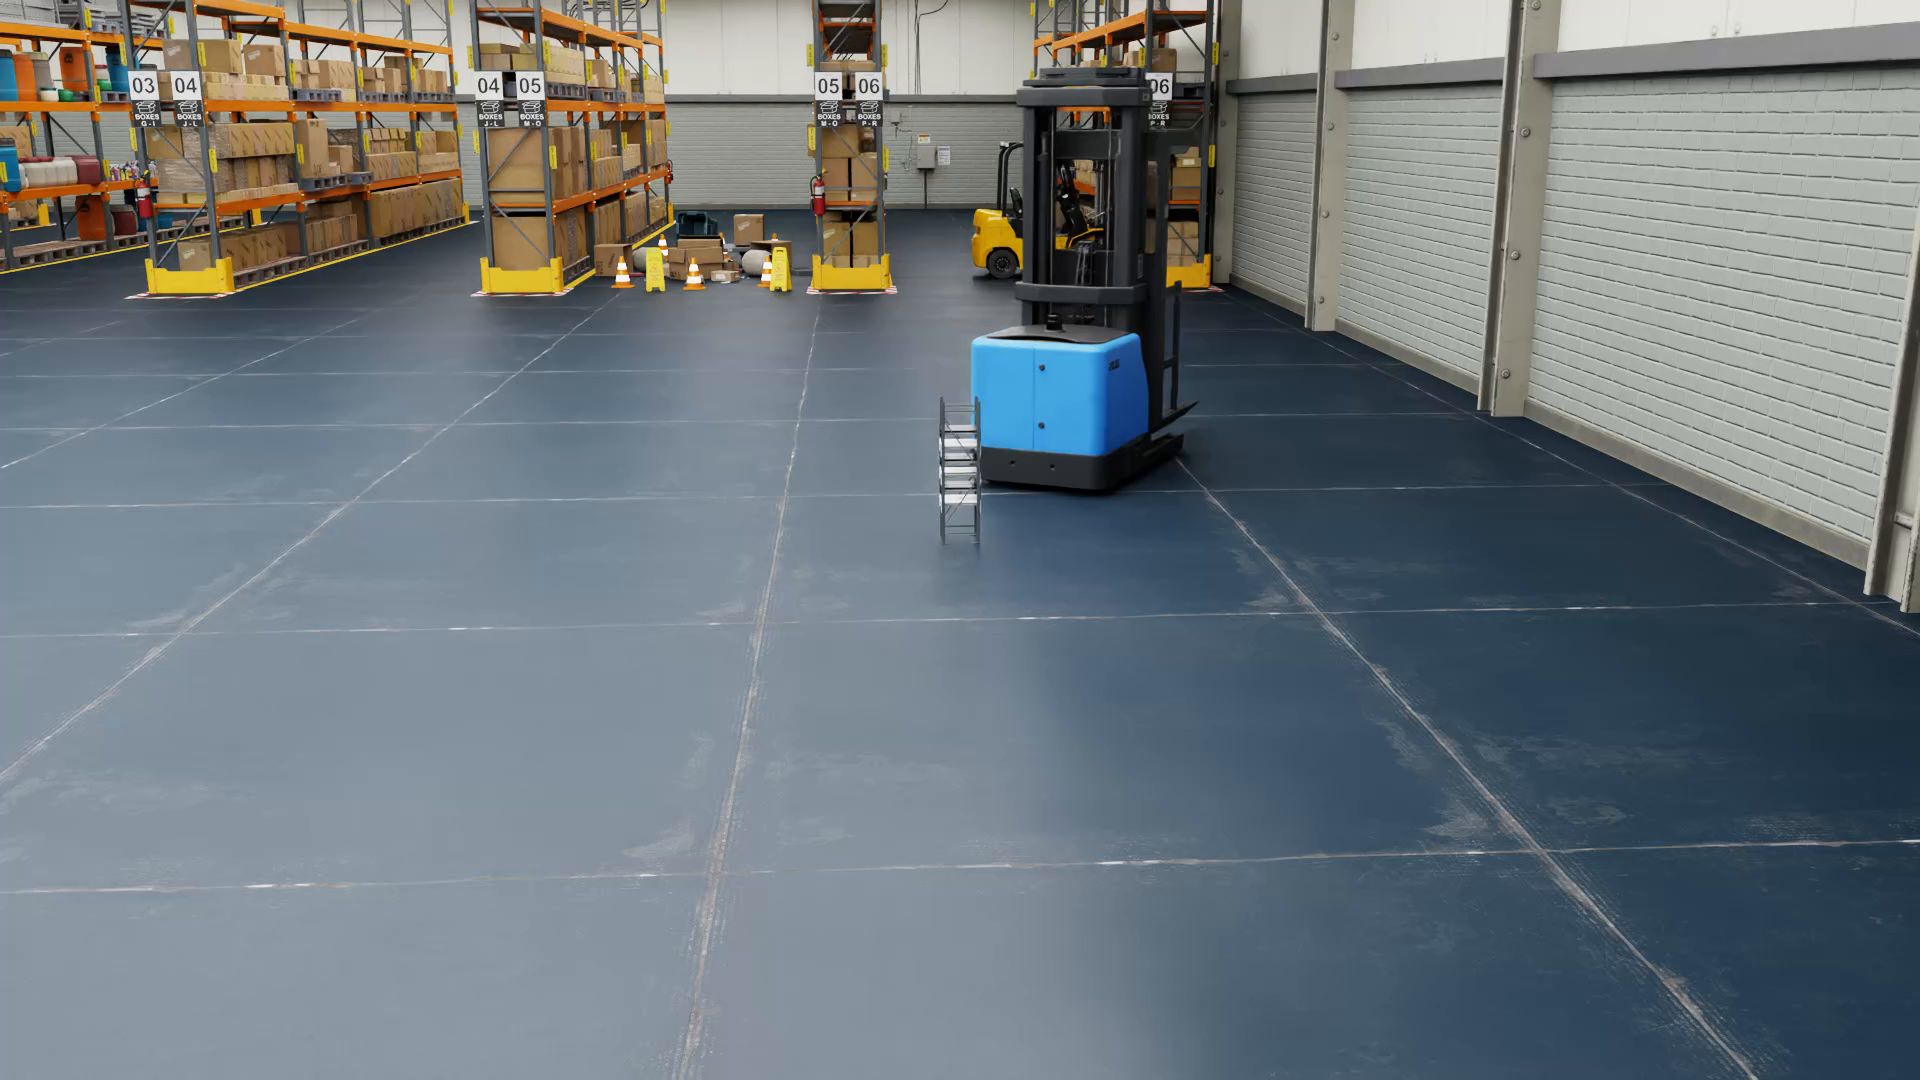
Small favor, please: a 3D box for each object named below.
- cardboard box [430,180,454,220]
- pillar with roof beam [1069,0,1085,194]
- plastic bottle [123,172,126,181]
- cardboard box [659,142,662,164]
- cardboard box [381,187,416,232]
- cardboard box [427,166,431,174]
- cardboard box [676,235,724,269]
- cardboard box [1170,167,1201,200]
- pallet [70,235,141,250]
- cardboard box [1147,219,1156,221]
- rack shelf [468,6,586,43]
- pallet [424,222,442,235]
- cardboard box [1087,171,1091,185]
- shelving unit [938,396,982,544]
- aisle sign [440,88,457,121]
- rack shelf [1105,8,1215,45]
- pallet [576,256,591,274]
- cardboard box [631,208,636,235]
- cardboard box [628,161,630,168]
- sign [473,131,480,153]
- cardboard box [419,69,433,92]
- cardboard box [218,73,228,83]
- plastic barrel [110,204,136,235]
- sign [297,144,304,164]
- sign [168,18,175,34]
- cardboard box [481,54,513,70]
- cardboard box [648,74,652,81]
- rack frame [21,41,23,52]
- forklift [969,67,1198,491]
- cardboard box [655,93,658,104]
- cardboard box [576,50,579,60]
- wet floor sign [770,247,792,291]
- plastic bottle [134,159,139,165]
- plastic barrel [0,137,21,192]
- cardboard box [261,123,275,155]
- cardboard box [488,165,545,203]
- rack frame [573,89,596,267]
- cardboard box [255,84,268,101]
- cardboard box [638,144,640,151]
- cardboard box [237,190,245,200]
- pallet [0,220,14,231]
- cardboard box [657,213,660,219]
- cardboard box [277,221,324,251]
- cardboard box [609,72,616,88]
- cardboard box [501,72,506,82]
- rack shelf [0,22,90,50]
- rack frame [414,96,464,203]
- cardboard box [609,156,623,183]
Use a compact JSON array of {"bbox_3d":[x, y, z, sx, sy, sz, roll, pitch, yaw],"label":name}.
[{"bbox_3d":[-12.375,-7.939,38.782,0.875,0.875,0.875,-1,14,-3],"label":"cardboard box"},{"bbox_3d":[-1.271,-12.902,42.613,9.100,9.000,0.400,-1,14,-3],"label":"pillar with roof beam"},{"bbox_3d":[-16.720,-7.276,33.185,0.097,0.201,0.097,0,14,0],"label":"plastic bottle"},{"bbox_3d":[-7.242,-9.030,38.807,0.500,0.500,0.500,-1,14,-3],"label":"cardboard box"},{"bbox_3d":[-12.188,-6.947,34.928,1.225,0.875,0.875,-1,14,-5],"label":"cardboard box"},{"bbox_3d":[-12.023,-8.241,37.042,0.380,0.149,0.250,0,14,-2],"label":"cardboard box"},{"bbox_3d":[-4.371,-4.809,27.935,0.797,0.637,0.503,-1,14,-3],"label":"cardboard box"},{"bbox_3d":[3.531,-5.576,25.976,0.500,0.500,0.500,0,14,-2],"label":"cardboard box"},{"bbox_3d":[-17.089,-5.927,33.140,1.003,0.211,1.213,-1,14,-3],"label":"pallet"},{"bbox_3d":[2.908,-4.992,26.579,0.500,0.250,0.500,-1,14,-2],"label":"cardboard box"},{"bbox_3d":[-6.727,-8.081,26.122,1.077,0.370,4.000,-1,14,-3],"label":"rack shelf"},{"bbox_3d":[-12.272,-6.993,37.284,1.003,0.211,1.213,-1,14,-3],"label":"pallet"},{"bbox_3d":[2.668,-6.820,31.316,0.500,0.250,0.500,0,14,-2],"label":"cardboard box"},{"bbox_3d":[0.000,-0.438,10.422,0.258,0.900,0.210,-1,14,-3],"label":"shelving unit"},{"bbox_3d":[-12.256,-10.430,39.826,0.394,0.787,0.004,-1,14,-3],"label":"aisle sign"},{"bbox_3d":[3.161,-8.260,26.818,1.077,0.370,4.000,-1,14,-3],"label":"rack shelf"},{"bbox_3d":[-6.882,-4.675,28.271,1.003,0.211,1.213,-1,14,-3],"label":"pallet"},{"bbox_3d":[-6.923,-6.508,33.974,0.500,0.500,0.500,-1,14,-3],"label":"cardboard box"},{"bbox_3d":[-7.009,-7.736,34.235,0.380,0.149,0.250,-1,14,-3],"label":"cardboard box"},{"bbox_3d":[-7.146,-5.891,24.604,0.100,0.325,0.005,-1,14,-3],"label":"sign"},{"bbox_3d":[-12.331,-10.366,37.532,0.700,0.500,0.500,0,14,-1],"label":"cardboard box"},{"bbox_3d":[-11.350,-7.010,25.233,0.380,0.149,0.250,0,14,-1],"label":"cardboard box"},{"bbox_3d":[-17.116,-6.520,33.844,0.600,0.588,0.708,-1,14,-3],"label":"plastic barrel"},{"bbox_3d":[-11.267,-6.594,28.396,0.100,0.325,0.005,-1,14,-3],"label":"sign"},{"bbox_3d":[-16.698,-10.889,35.209,0.100,0.325,0.005,-1,14,-3],"label":"sign"},{"bbox_3d":[-6.912,-7.114,24.797,0.500,0.250,0.500,-1,14,-3],"label":"cardboard box"},{"bbox_3d":[-7.156,-10.424,37.498,0.380,0.149,0.250,0,14,-1],"label":"cardboard box"},{"bbox_3d":[-22.439,-11.902,38.724,1.000,3.000,0.127,-1,14,-3],"label":"rack frame"},{"bbox_3d":[1.124,-2.089,12.765,1.130,2.935,3.031,6,16,23],"label":"forklift"},{"bbox_3d":[-7.193,-10.089,37.998,0.500,0.250,0.500,0,14,-1],"label":"cardboard box"},{"bbox_3d":[-6.480,-7.973,27.336,0.380,0.149,0.250,-1,14,-4],"label":"cardboard box"},{"bbox_3d":[-2.725,-4.118,25.237,0.267,0.644,0.232,4,15,16],"label":"wet floor sign"},{"bbox_3d":[-17.546,-7.951,35.507,0.144,0.351,0.185,-1,14,-3],"label":"plastic bottle"},{"bbox_3d":[-16.473,-6.431,28.496,0.600,0.901,0.708,-1,14,-3],"label":"plastic barrel"},{"bbox_3d":[-11.443,-6.484,26.904,0.500,0.500,0.500,-1,14,-3],"label":"cardboard box"},{"bbox_3d":[-6.671,-5.385,25.134,0.875,0.550,0.550,-1,14,-3],"label":"cardboard box"},{"bbox_3d":[-6.851,-6.215,28.664,1.000,3.000,0.127,-1,14,-3],"label":"rack frame"},{"bbox_3d":[-11.460,-7.178,26.686,0.500,0.250,0.500,-1,14,-4],"label":"cardboard box"},{"bbox_3d":[-7.127,-8.478,35.925,0.380,0.149,0.250,0,14,-1],"label":"cardboard box"},{"bbox_3d":[-11.381,-5.371,25.886,0.380,0.149,0.250,-1,14,-3],"label":"cardboard box"},{"bbox_3d":[-22.311,-7.126,37.799,1.003,0.211,1.213,-1,14,-3],"label":"pallet"},{"bbox_3d":[-7.203,-7.573,38.820,0.380,0.149,0.250,-1,14,-2],"label":"cardboard box"},{"bbox_3d":[-11.835,-5.438,29.777,0.700,0.500,0.500,-1,14,-4],"label":"cardboard box"},{"bbox_3d":[-6.735,-8.616,31.110,0.500,0.311,0.500,-1,14,-3],"label":"cardboard box"},{"bbox_3d":[-6.962,-6.881,24.691,0.380,0.149,0.250,-1,14,-4],"label":"cardboard box"},{"bbox_3d":[-16.875,-8.948,29.492,1.077,0.370,4.000,-1,14,-3],"label":"rack shelf"},{"bbox_3d":[-12.551,-9.148,40.063,1.000,3.000,0.127,-1,14,-3],"label":"rack frame"},{"bbox_3d":[-6.803,-7.151,32.098,0.500,0.500,0.500,-1,14,-3],"label":"cardboard box"}]
